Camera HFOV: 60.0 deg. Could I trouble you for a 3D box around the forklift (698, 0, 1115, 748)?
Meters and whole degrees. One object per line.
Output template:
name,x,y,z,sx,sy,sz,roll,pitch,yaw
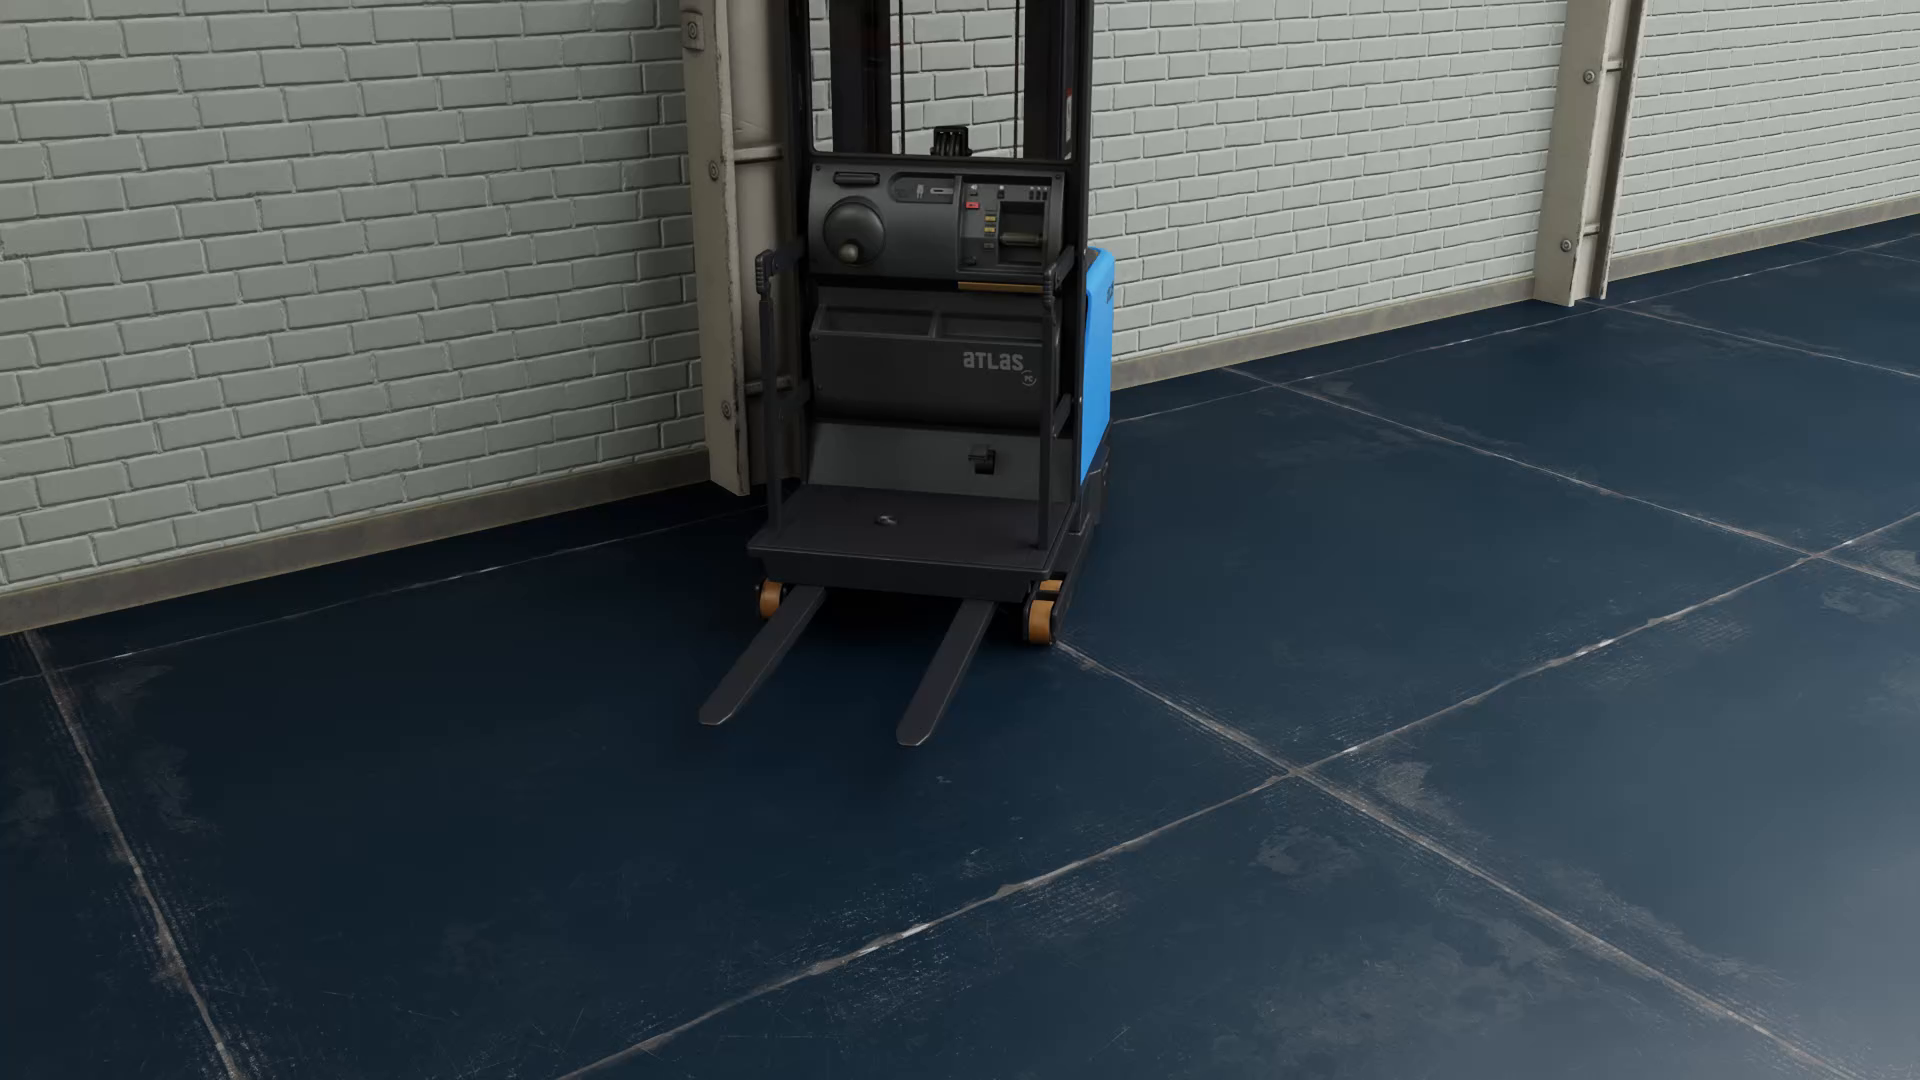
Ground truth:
forklift,-0.132,-1.134,5.783,1.130,2.935,3.031,5,22,11

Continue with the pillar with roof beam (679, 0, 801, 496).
pillar with roof beam,1.608,-3.167,2.691,0.400,9.000,9.100,-15,26,-33

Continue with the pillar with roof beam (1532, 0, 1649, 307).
pillar with roof beam,6.478,-4.466,5.946,0.400,9.000,9.100,-15,26,-33
